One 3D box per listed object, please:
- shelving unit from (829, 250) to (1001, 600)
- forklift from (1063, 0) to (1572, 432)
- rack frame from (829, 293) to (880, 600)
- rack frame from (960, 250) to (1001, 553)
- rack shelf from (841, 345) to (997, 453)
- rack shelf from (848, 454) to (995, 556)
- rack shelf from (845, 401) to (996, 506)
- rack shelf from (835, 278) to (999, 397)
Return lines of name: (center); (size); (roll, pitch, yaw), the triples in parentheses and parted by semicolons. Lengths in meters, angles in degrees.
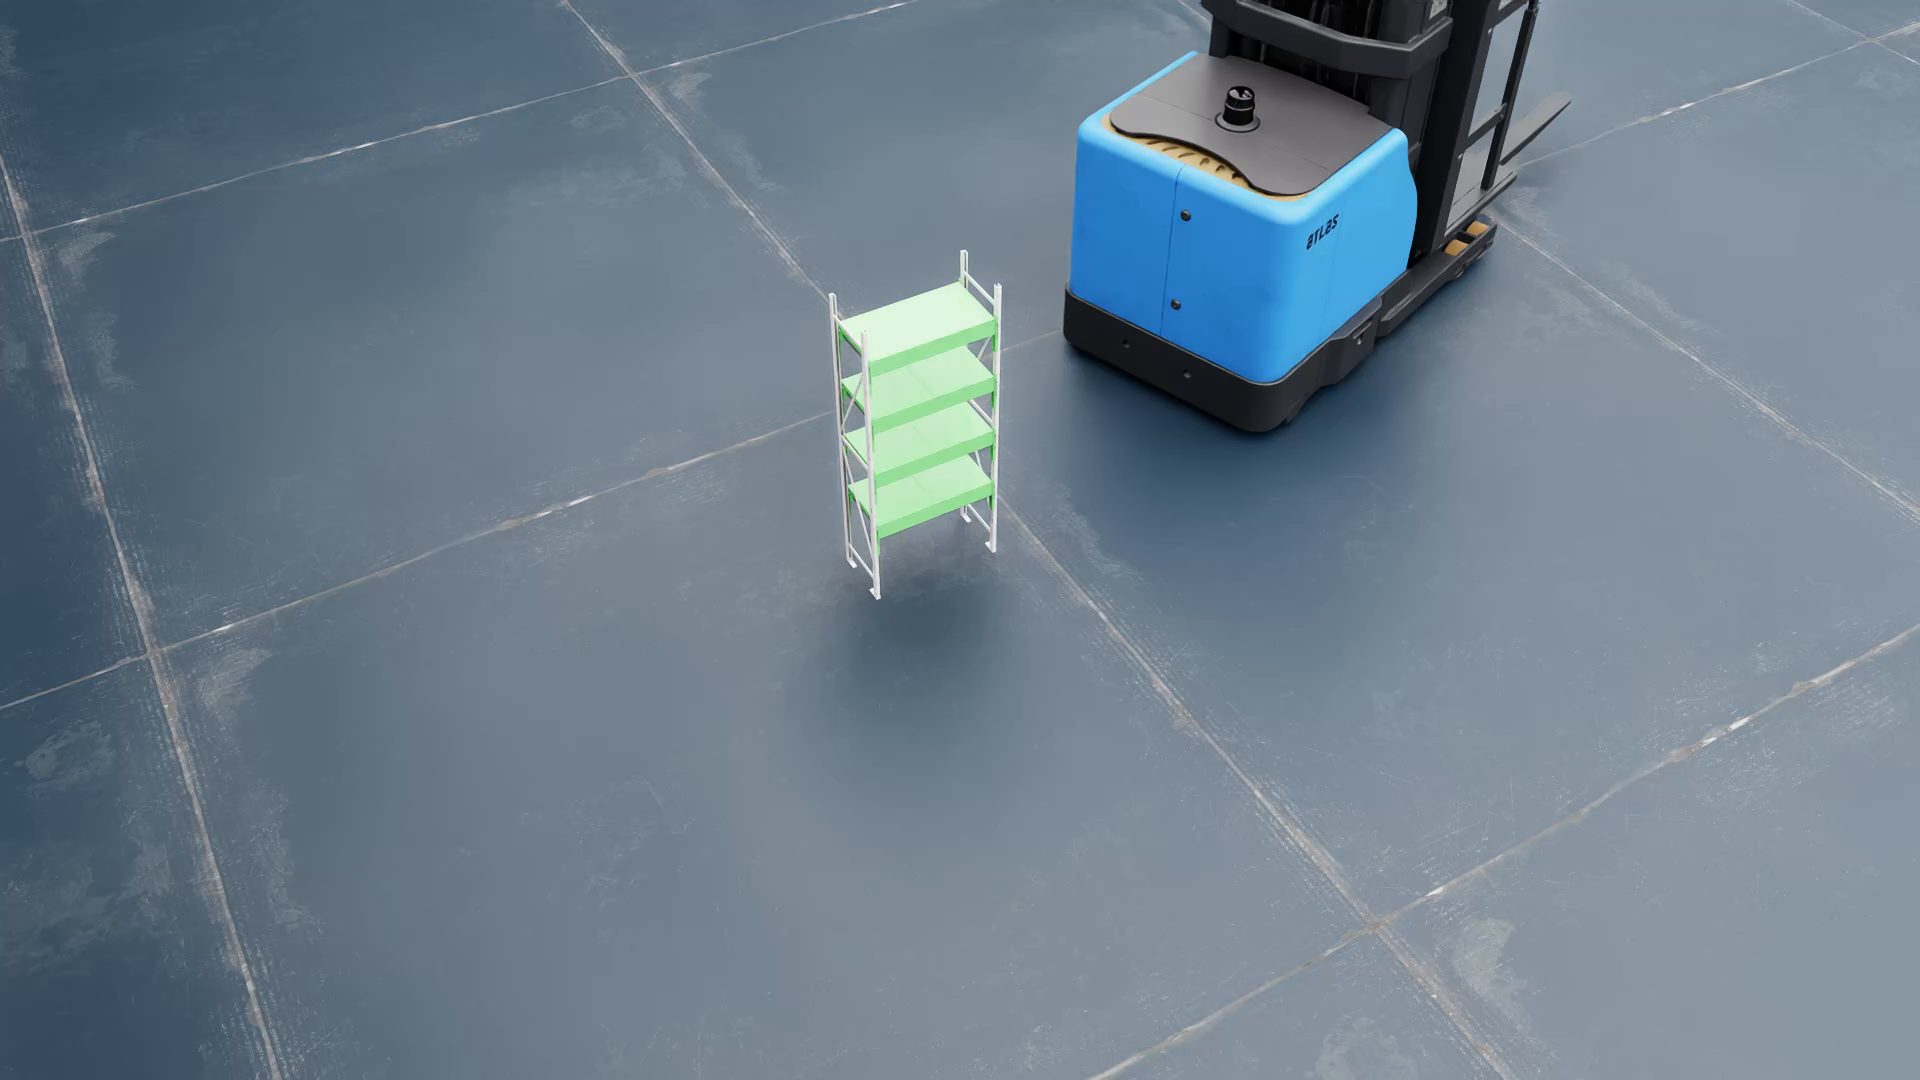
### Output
shelving unit: (-0.144, -0.373, 5.773); (0.503, 1.200, 0.258); (-22, 48, -21)
forklift: (1.777, -2.434, 6.653); (1.130, 2.935, 3.031); (31, 52, 28)
rack frame: (-0.355, -0.288, 5.686); (0.015, 1.200, 0.240); (-22, 48, -21)
rack frame: (0.068, -0.458, 5.860); (0.015, 1.200, 0.240); (-22, 48, -21)
rack shelf: (-0.144, -0.500, 5.650); (0.480, 0.148, 0.258); (-22, 48, -21)
rack shelf: (-0.144, -0.155, 5.985); (0.480, 0.148, 0.258); (-22, 48, -21)
rack shelf: (-0.144, -0.327, 5.817); (0.480, 0.148, 0.258); (-22, 48, -21)
rack shelf: (-0.144, -0.672, 5.483); (0.480, 0.148, 0.258); (-22, 48, -21)
